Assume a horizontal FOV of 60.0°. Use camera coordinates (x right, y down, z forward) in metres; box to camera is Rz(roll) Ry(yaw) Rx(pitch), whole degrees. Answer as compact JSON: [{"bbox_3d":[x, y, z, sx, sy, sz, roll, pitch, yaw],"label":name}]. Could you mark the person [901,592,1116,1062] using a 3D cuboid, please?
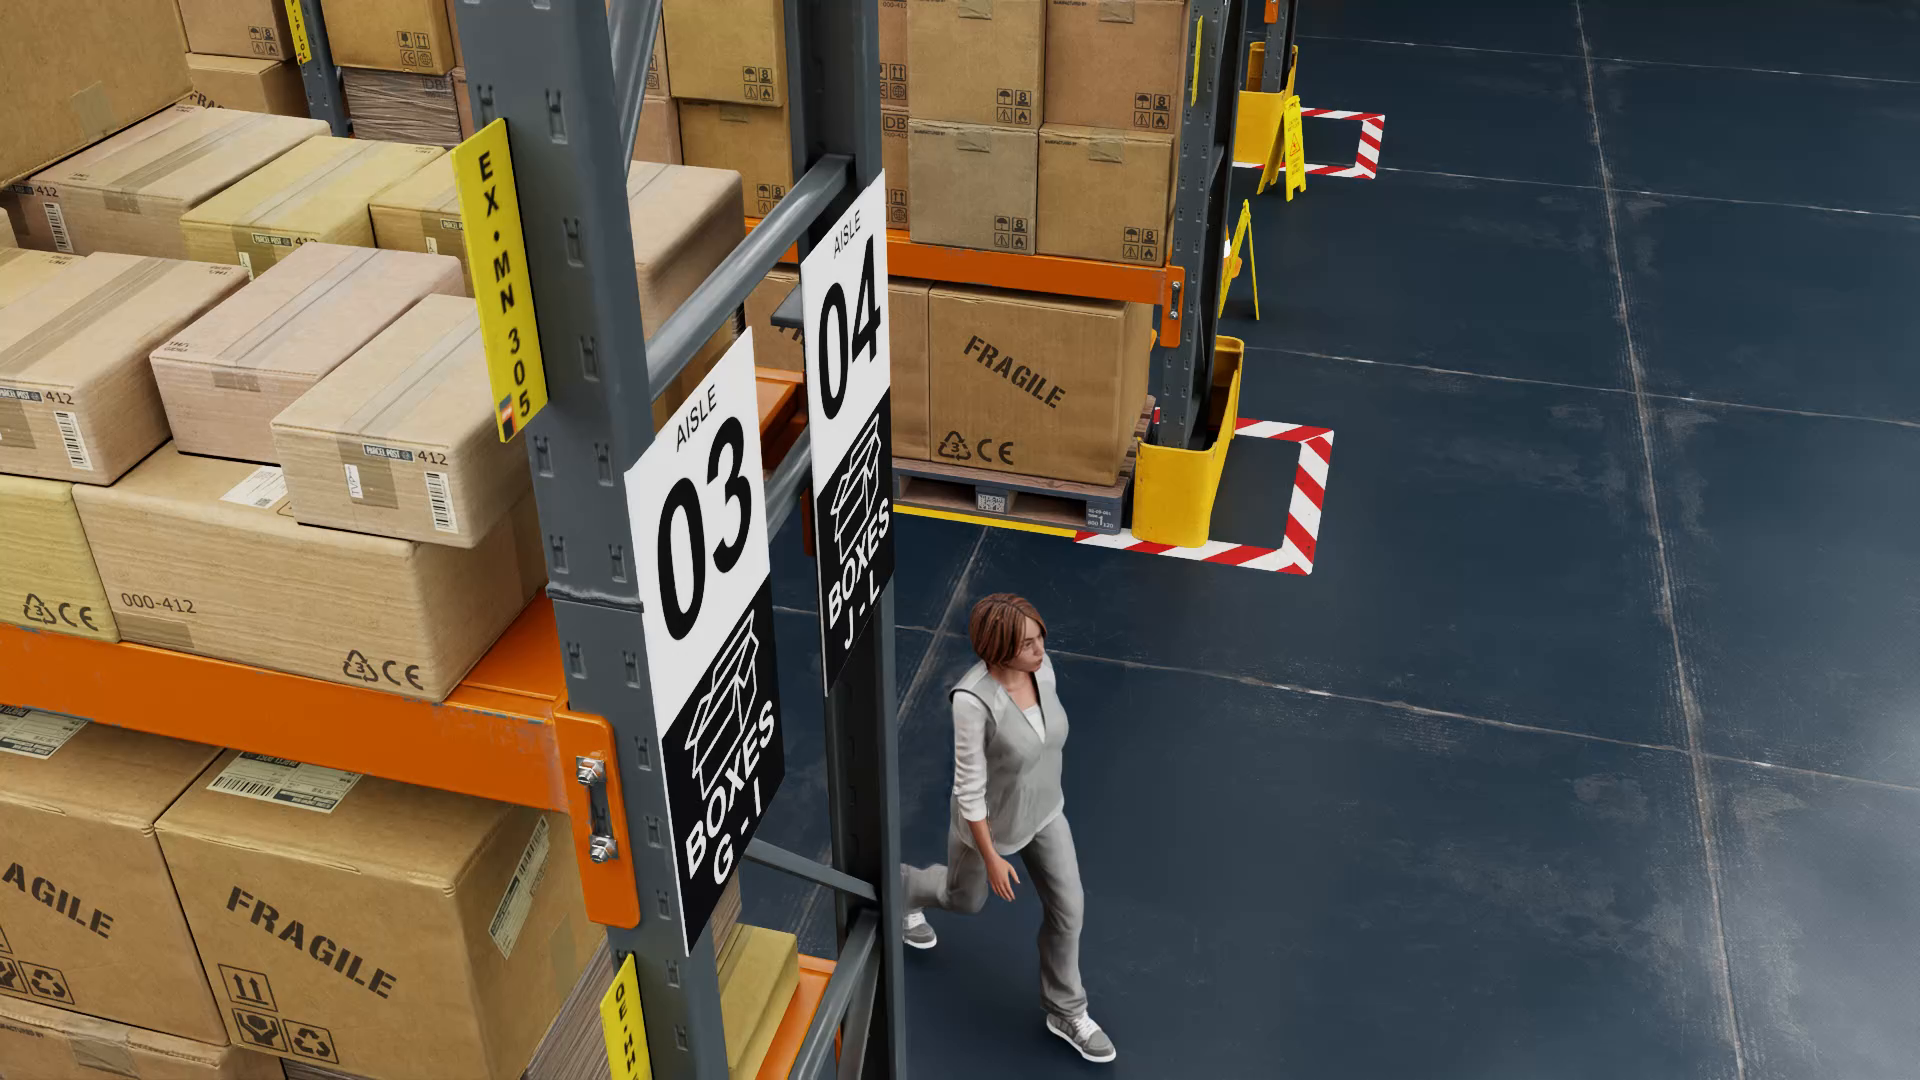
[{"bbox_3d":[0.113,0.798,4.918,0.413,1.545,0.929,-26,41,-34],"label":"person"}]
